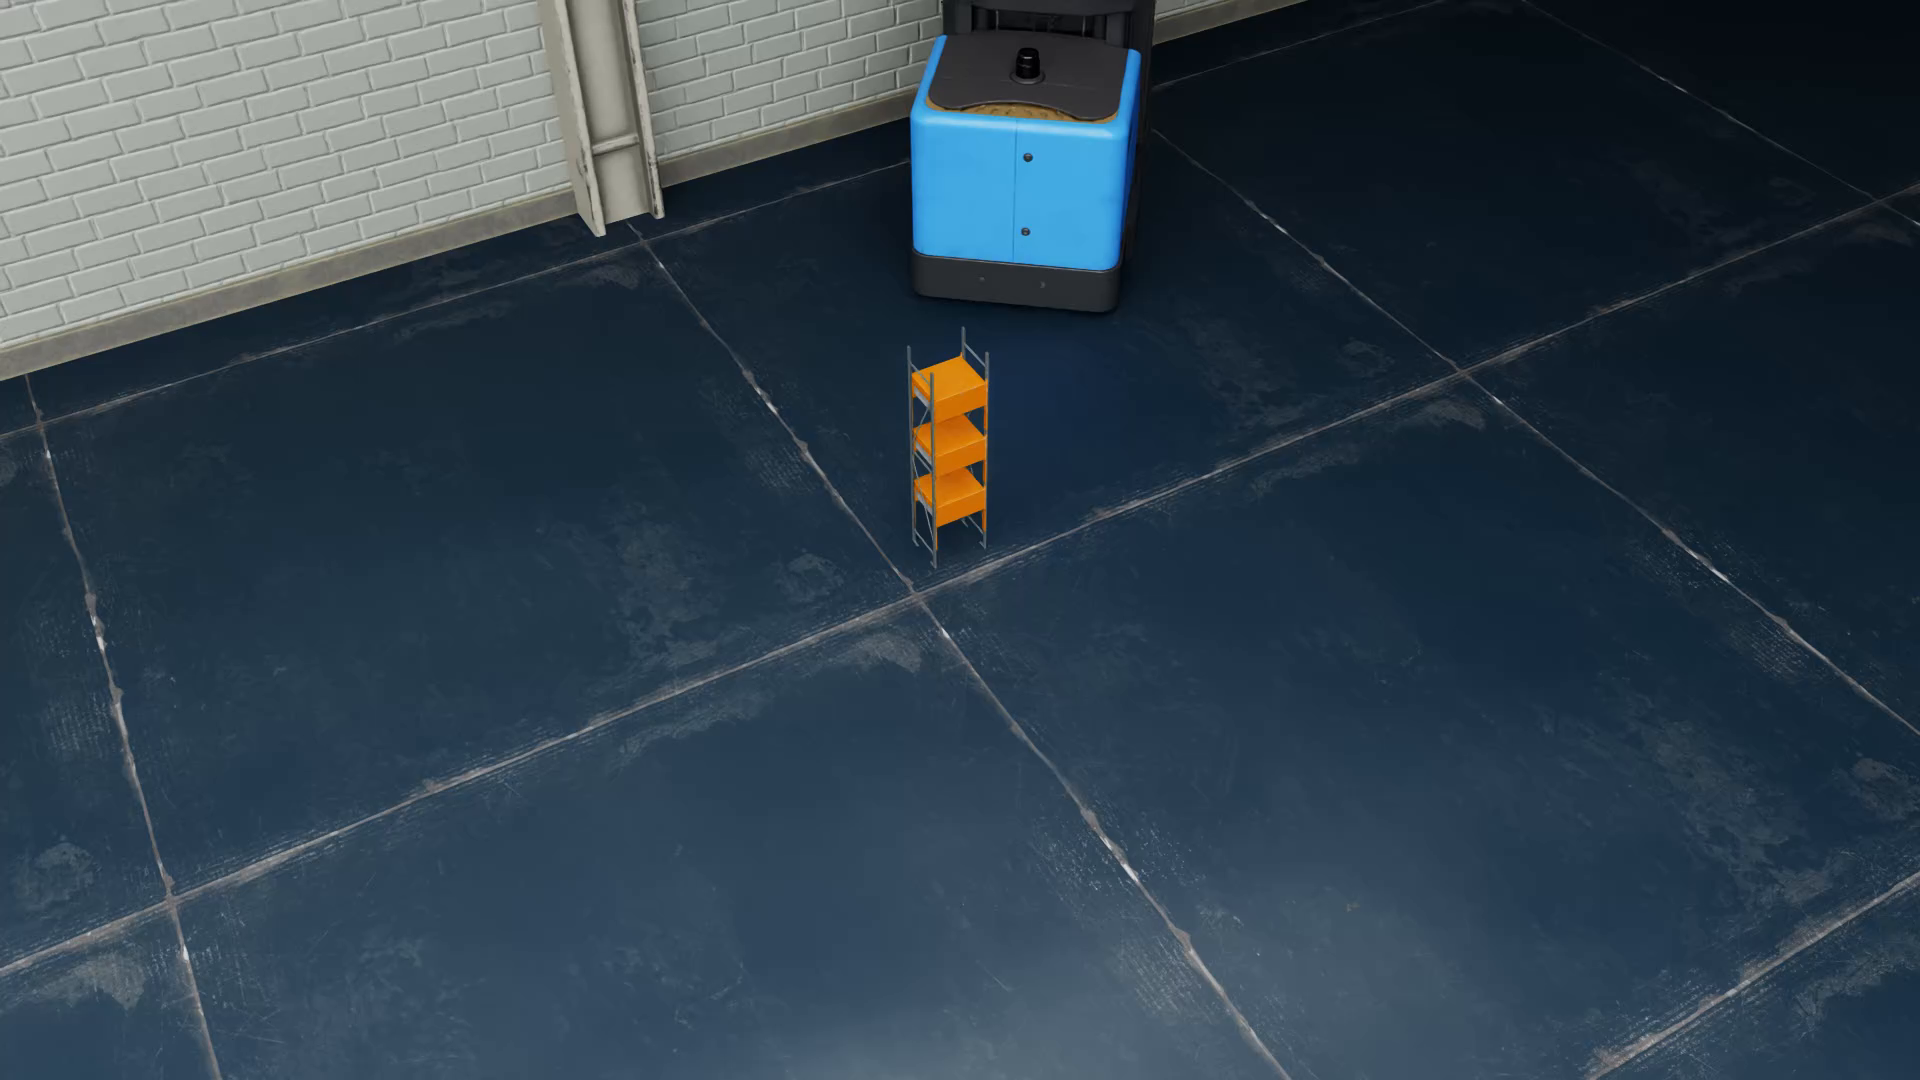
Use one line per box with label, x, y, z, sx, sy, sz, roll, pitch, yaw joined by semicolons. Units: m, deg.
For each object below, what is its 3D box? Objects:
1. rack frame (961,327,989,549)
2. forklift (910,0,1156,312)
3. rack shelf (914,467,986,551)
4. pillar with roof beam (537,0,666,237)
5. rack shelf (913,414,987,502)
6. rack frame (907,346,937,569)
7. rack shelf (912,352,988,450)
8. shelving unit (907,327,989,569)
rack frame;0.059;-0.400;6.838;0.008;1.050;0.200;-22;48;-21
forklift;0.493;-3.217;8.389;1.130;2.935;3.031;6;44;6
rack shelf;-0.046;-0.151;6.996;0.240;0.259;0.215;-22;48;-21
pillar with roof beam;0.308;-2.401;3.192;0.400;9.000;9.100;-22;48;-21
rack shelf;-0.046;-0.351;6.802;0.240;0.259;0.215;-22;48;-21
rack frame;-0.152;-0.316;6.751;0.008;1.050;0.200;-22;48;-21
rack shelf;-0.046;-0.554;6.604;0.240;0.259;0.215;-22;48;-21
shelving unit;-0.046;-0.358;6.795;0.252;1.050;0.215;-22;48;-21
